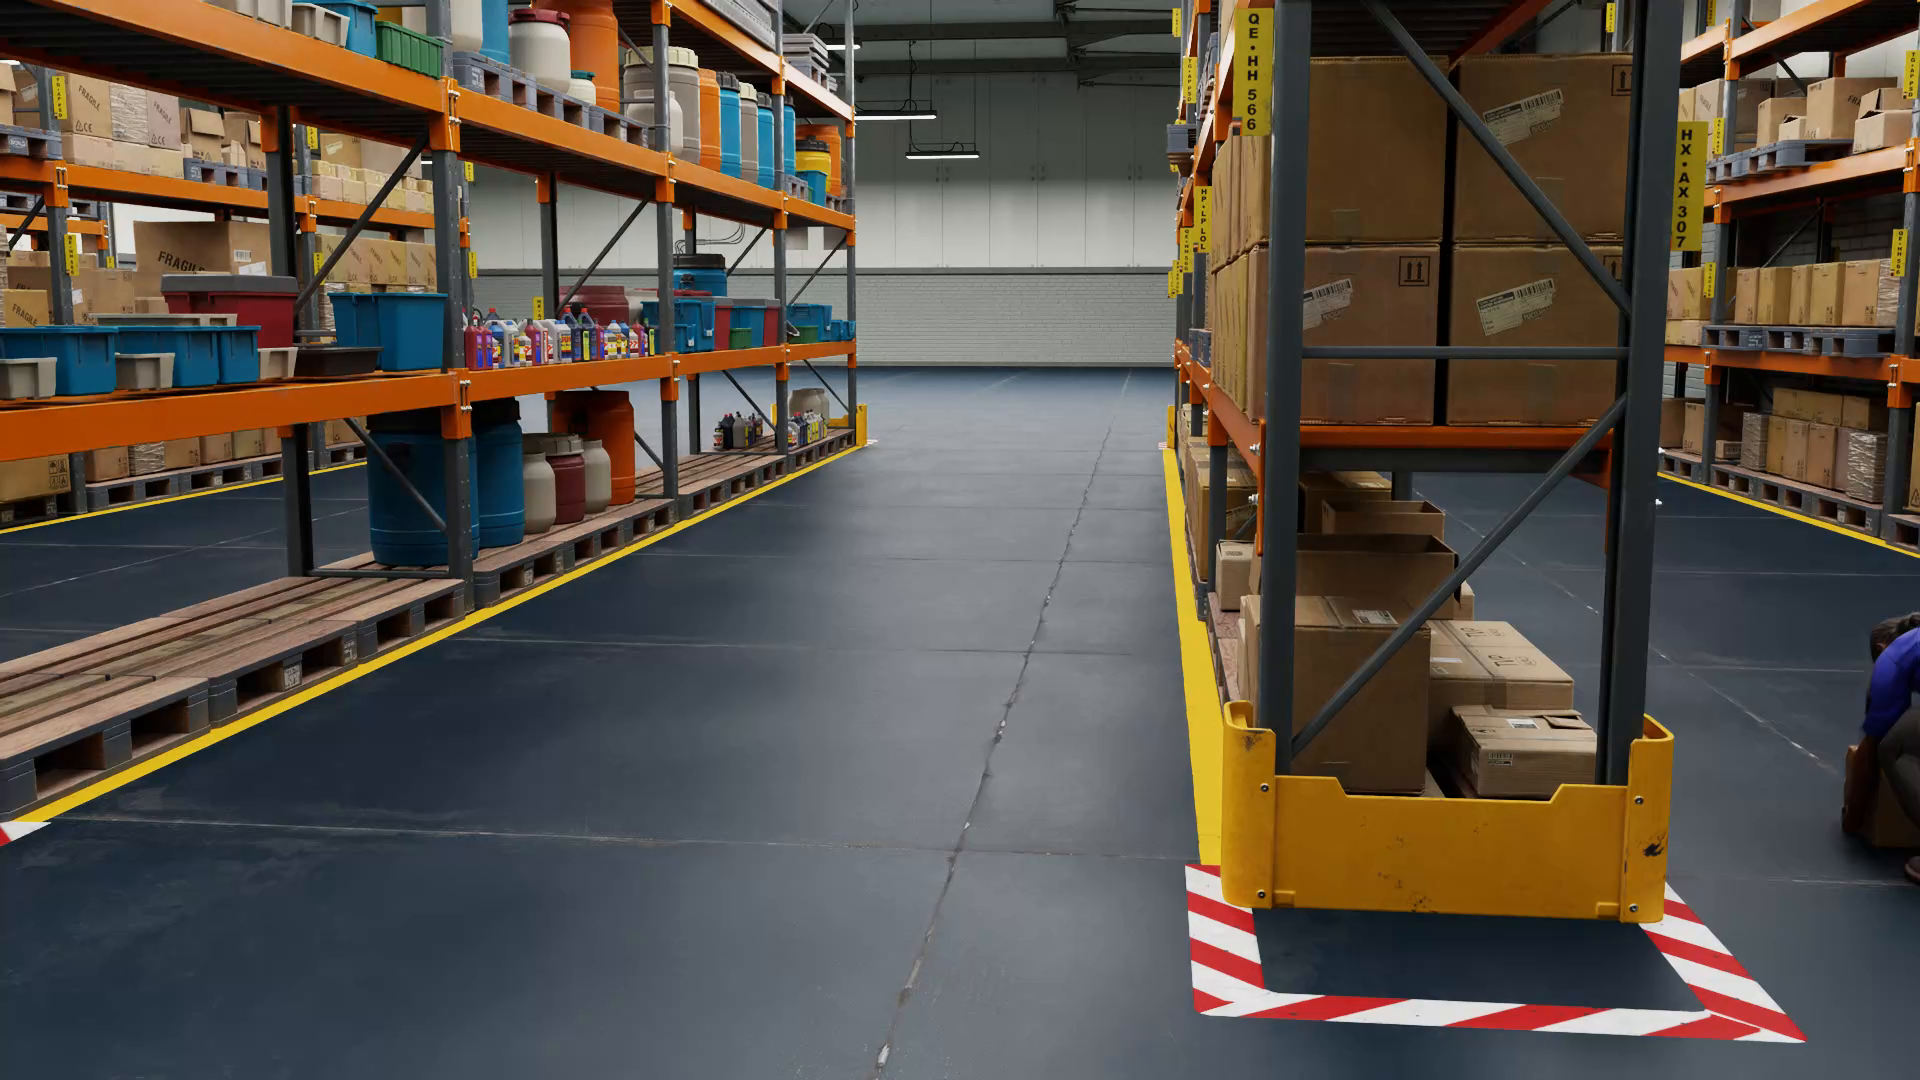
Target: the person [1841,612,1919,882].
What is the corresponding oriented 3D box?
[{"bbox_3d":[2.916,0.617,4.804,0.461,0.769,0.871,0,8,0],"label":"person"}]
